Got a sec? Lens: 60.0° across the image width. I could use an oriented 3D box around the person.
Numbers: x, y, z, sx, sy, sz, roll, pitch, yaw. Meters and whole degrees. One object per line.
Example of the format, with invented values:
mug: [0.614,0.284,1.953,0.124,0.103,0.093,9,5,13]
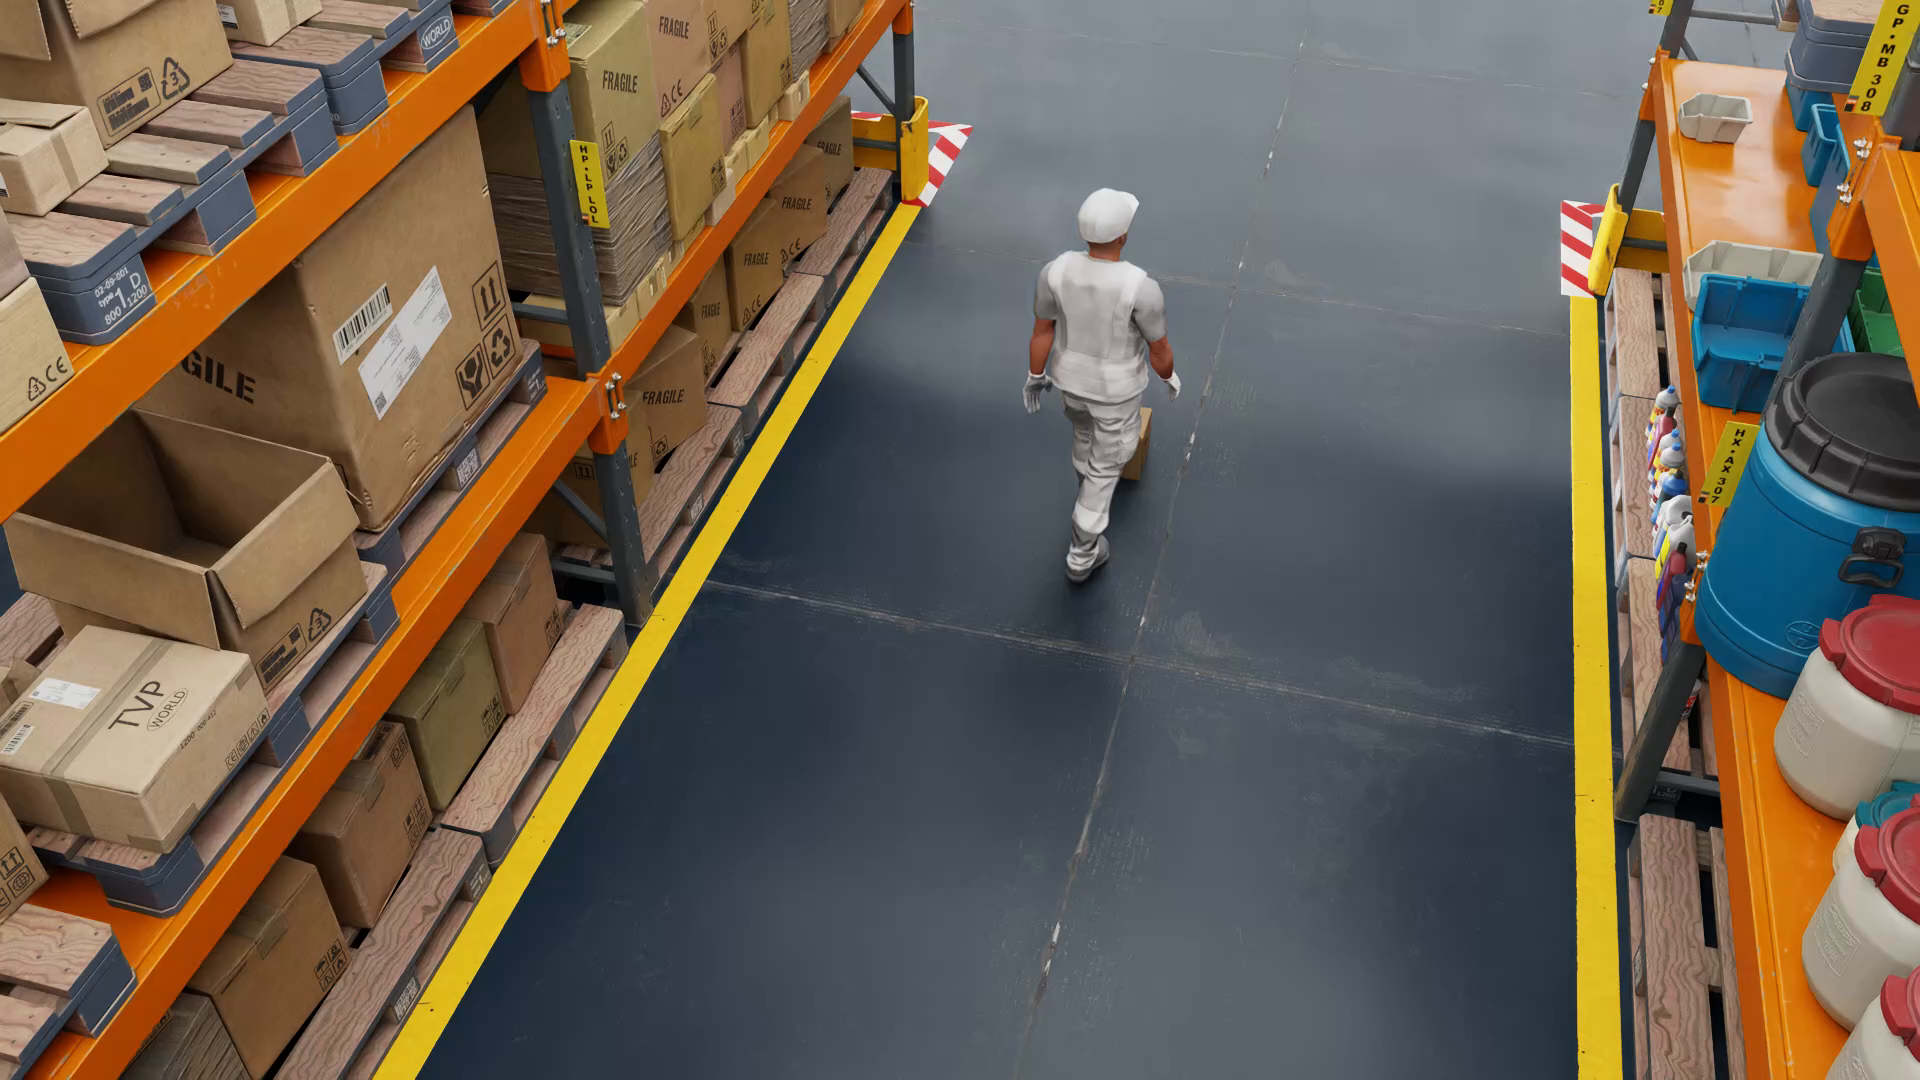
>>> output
person: [0.638,-0.722,6.938,0.580,1.761,0.791,22,45,23]
